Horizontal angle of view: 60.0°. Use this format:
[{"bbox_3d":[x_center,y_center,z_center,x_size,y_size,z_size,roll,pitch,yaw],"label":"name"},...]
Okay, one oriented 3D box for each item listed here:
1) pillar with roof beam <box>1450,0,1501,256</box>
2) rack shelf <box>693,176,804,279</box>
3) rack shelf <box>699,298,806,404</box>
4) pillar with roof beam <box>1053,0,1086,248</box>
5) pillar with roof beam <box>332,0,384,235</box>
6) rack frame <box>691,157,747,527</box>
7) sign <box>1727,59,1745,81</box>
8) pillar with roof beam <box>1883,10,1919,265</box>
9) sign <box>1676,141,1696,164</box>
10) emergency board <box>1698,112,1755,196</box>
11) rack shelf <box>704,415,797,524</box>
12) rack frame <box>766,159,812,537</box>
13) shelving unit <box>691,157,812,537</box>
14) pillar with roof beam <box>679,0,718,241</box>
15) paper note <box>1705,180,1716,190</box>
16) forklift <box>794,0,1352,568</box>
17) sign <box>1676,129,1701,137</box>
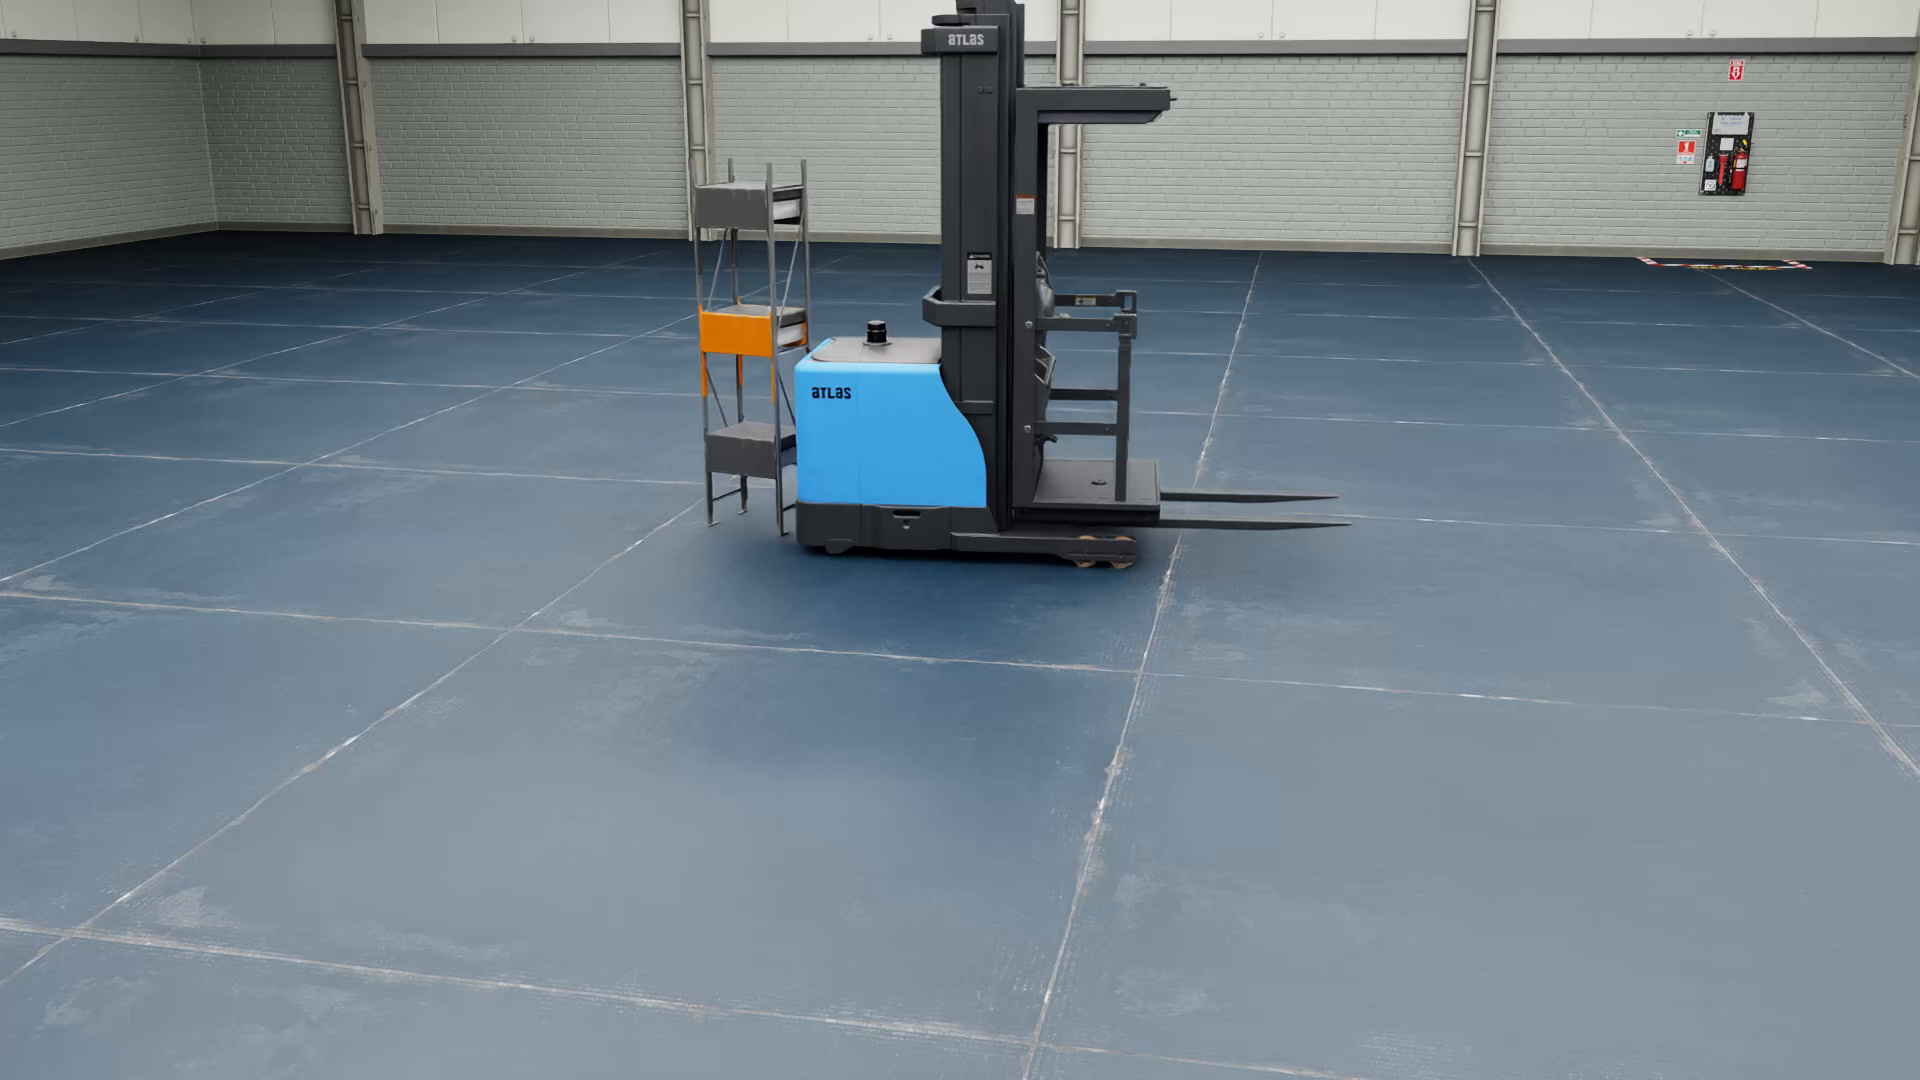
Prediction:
[{"bbox_3d":[6.706,-7.481,19.641,0.400,9.000,9.100,3,16,11],"label":"pillar with roof beam"},{"bbox_3d":[-1.174,-1.767,9.363,0.480,0.518,0.431,7,17,25],"label":"rack shelf"},{"bbox_3d":[-1.173,-1.094,9.553,0.480,0.518,0.431,7,17,25],"label":"rack shelf"},{"bbox_3d":[0.826,-7.800,20.793,0.400,9.000,9.100,3,16,11],"label":"pillar with roof beam"},{"bbox_3d":[-10.933,-8.438,23.098,0.400,9.000,9.100,3,16,11],"label":"pillar with roof beam"},{"bbox_3d":[-1.392,-1.135,9.652,0.015,2.100,0.400,7,17,25],"label":"rack frame"},{"bbox_3d":[11.041,-6.682,23.652,0.199,0.298,0.001,3,16,11],"label":"sign"},{"bbox_3d":[12.585,-7.162,18.489,0.400,9.000,9.100,3,16,11],"label":"pillar with roof beam"},{"bbox_3d":[10.508,-5.612,24.065,0.234,0.329,0.001,3,16,11],"label":"sign"},{"bbox_3d":[11.029,-5.538,23.866,0.643,1.169,0.194,3,16,11],"label":"emergency board"},{"bbox_3d":[-1.171,-0.420,9.744,0.480,0.518,0.431,7,17,25],"label":"rack shelf"},{"bbox_3d":[-0.953,-1.079,9.447,0.015,2.100,0.400,7,17,25],"label":"rack frame"},{"bbox_3d":[-1.173,-1.107,9.550,0.503,2.100,0.431,7,17,25],"label":"shelving unit"},{"bbox_3d":[-5.054,-8.119,21.946,0.400,9.000,9.100,3,16,11],"label":"pillar with roof beam"},{"bbox_3d":[10.869,-5.141,24.083,0.142,0.148,0.016,3,16,11],"label":"paper note"},{"bbox_3d":[0.644,-1.413,9.103,3.031,2.935,1.130,2,16,6],"label":"forklift"},{"bbox_3d":[10.510,-5.865,23.985,0.331,0.109,0.001,3,16,11],"label":"sign"}]
